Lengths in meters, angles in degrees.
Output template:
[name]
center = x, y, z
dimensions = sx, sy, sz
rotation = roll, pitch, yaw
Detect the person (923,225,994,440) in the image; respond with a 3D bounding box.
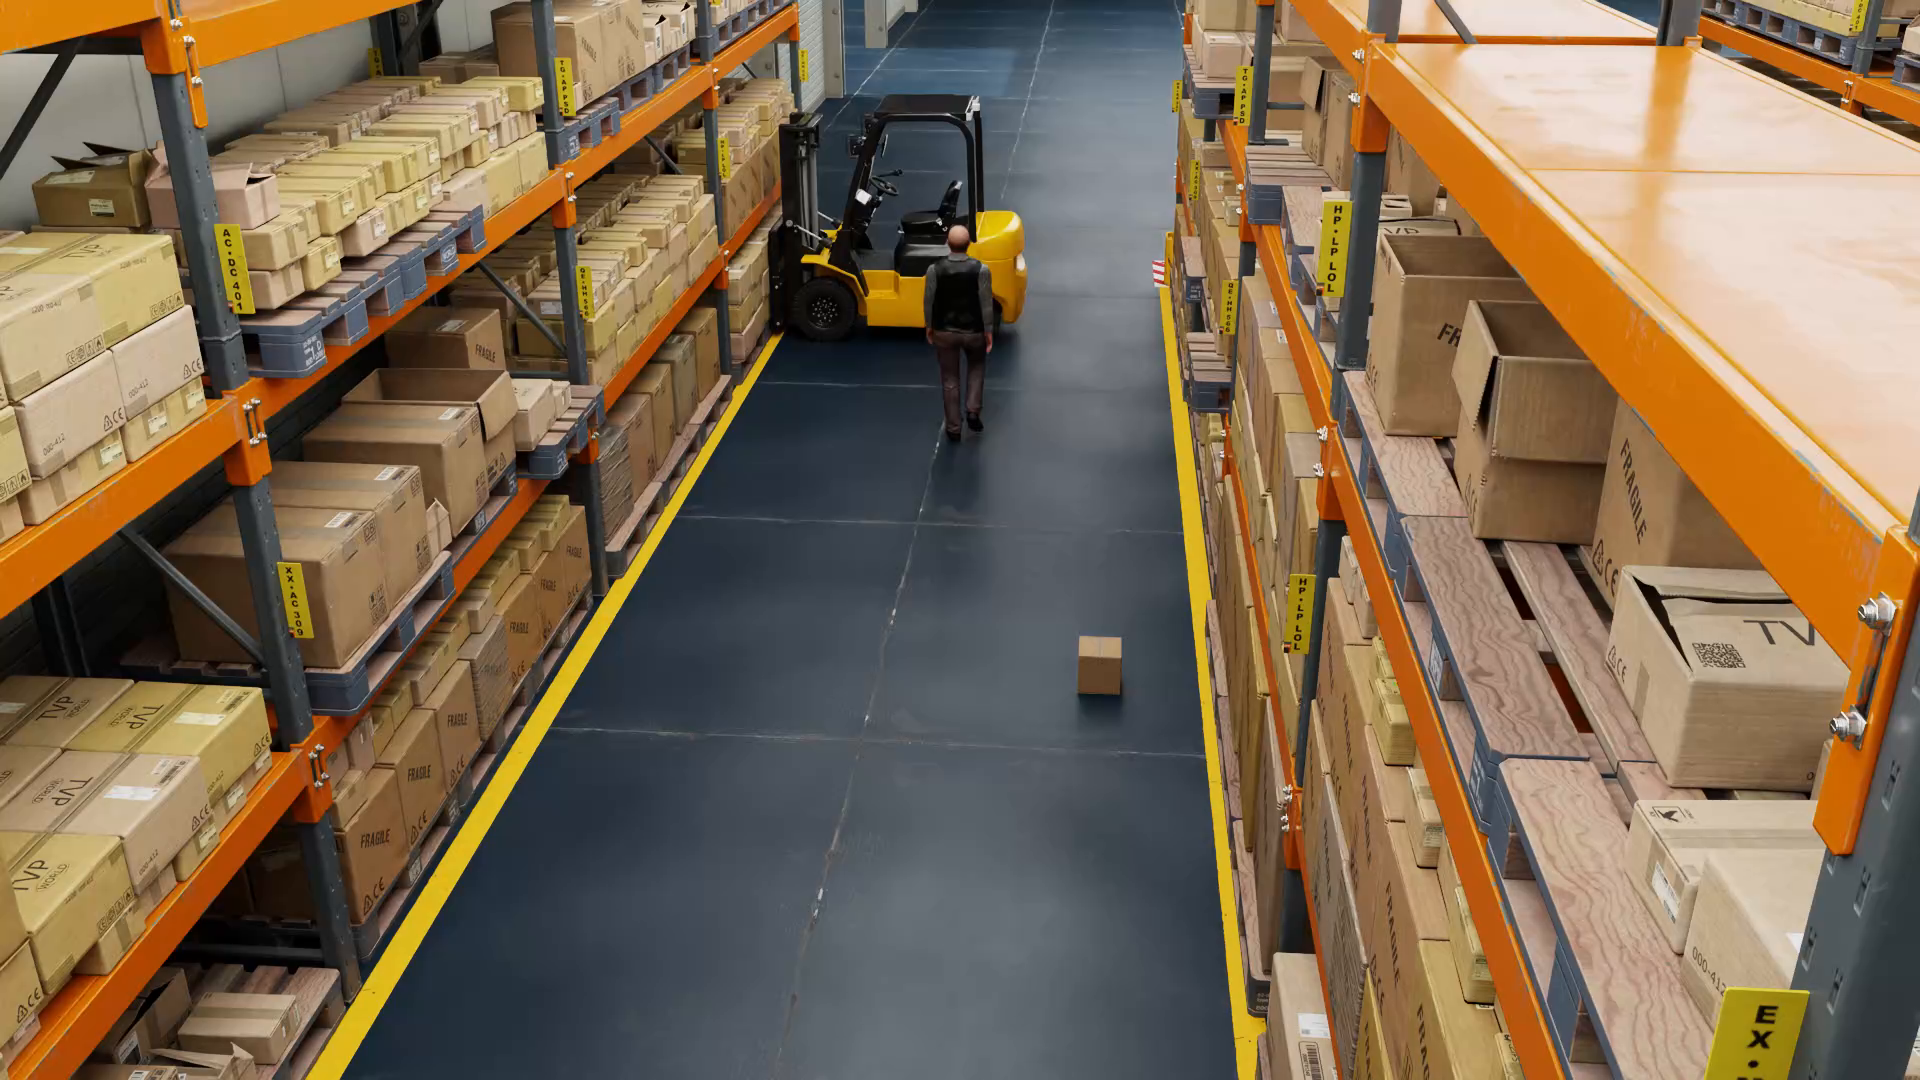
[person]
center = -0.013, -1.664, 13.289
dimensions = 0.556, 1.741, 0.498
rotation = 0, 24, -1
